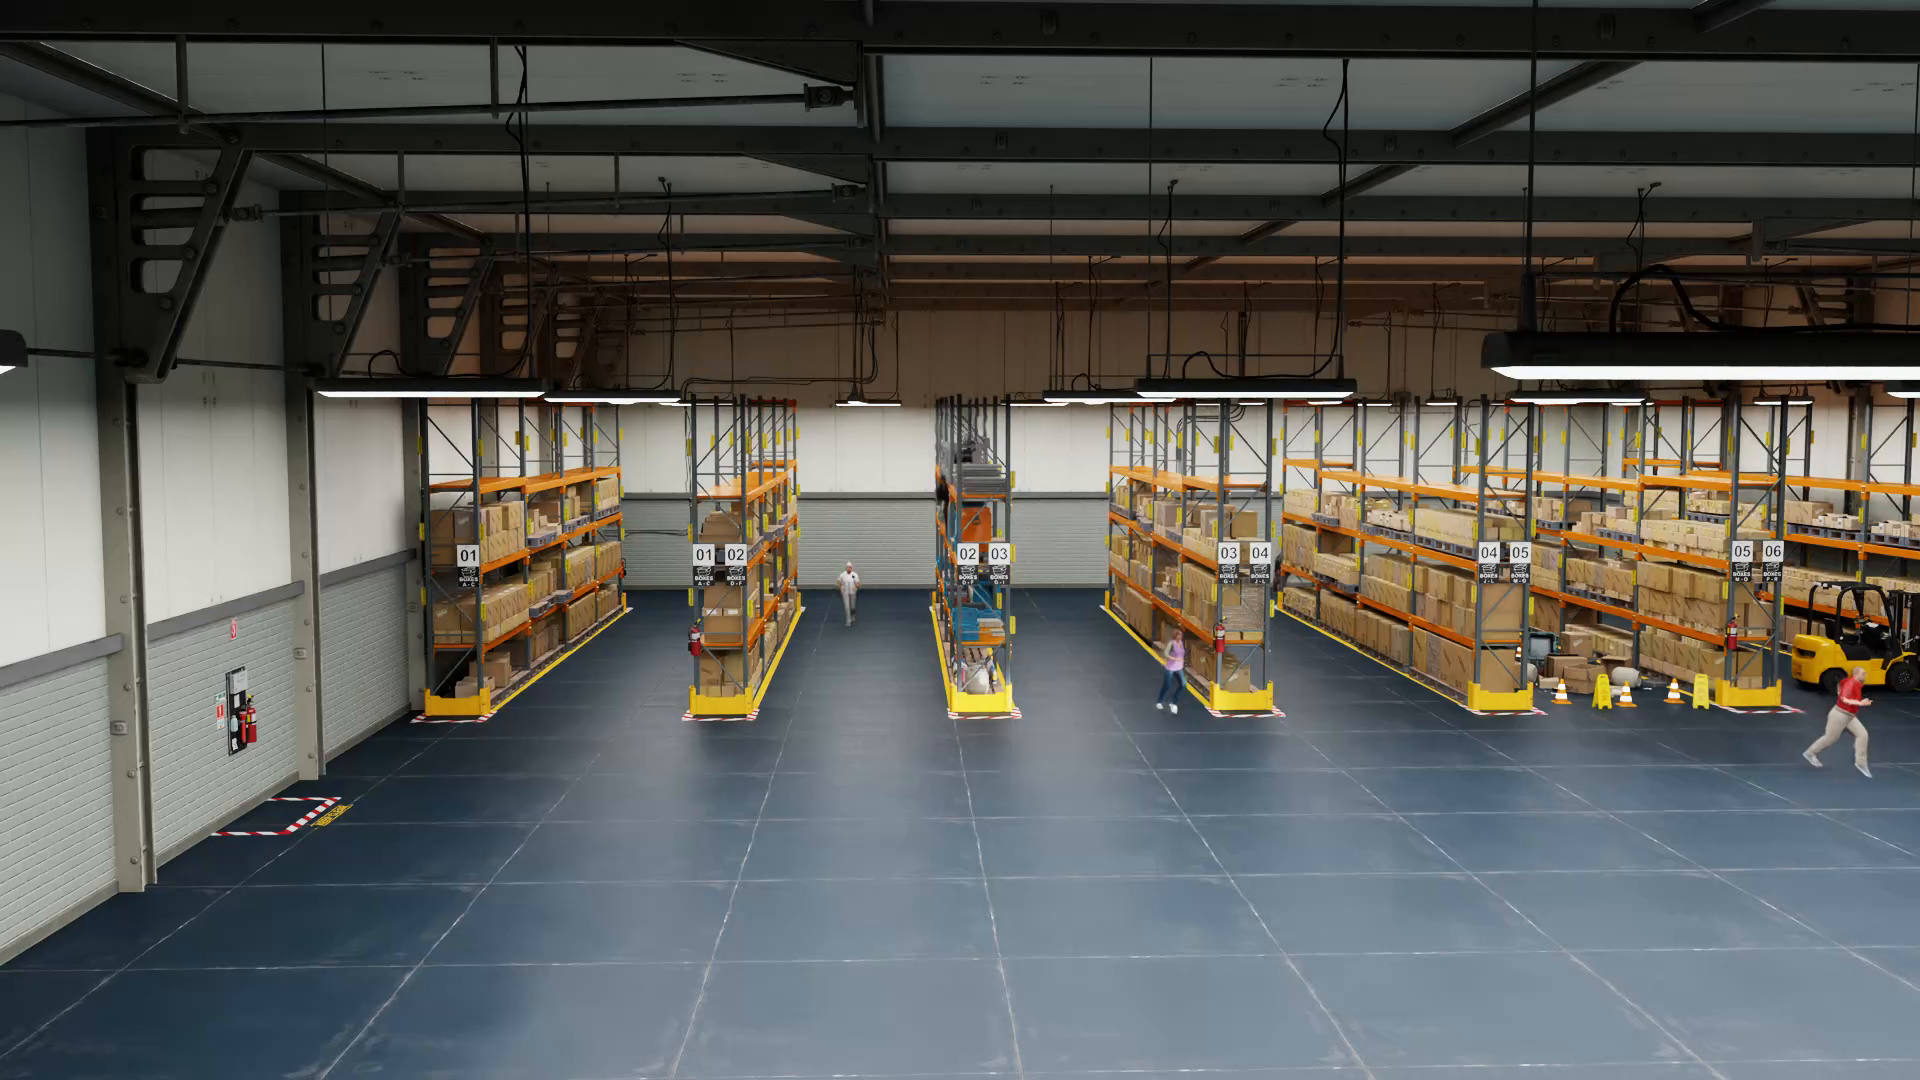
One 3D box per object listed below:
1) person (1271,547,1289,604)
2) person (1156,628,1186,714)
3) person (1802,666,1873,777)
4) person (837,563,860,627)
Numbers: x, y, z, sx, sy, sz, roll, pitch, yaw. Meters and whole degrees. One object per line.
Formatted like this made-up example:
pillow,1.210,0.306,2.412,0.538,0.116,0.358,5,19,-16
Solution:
person,9.451,1.036,48.921,0.571,1.689,0.672,-2,5,-25
person,4.050,2.464,31.467,0.598,1.599,0.671,-3,5,-31
person,13.838,2.833,26.152,0.658,1.752,0.993,-4,6,-42
person,-2.954,1.434,44.134,0.613,1.660,0.726,-1,5,-7
